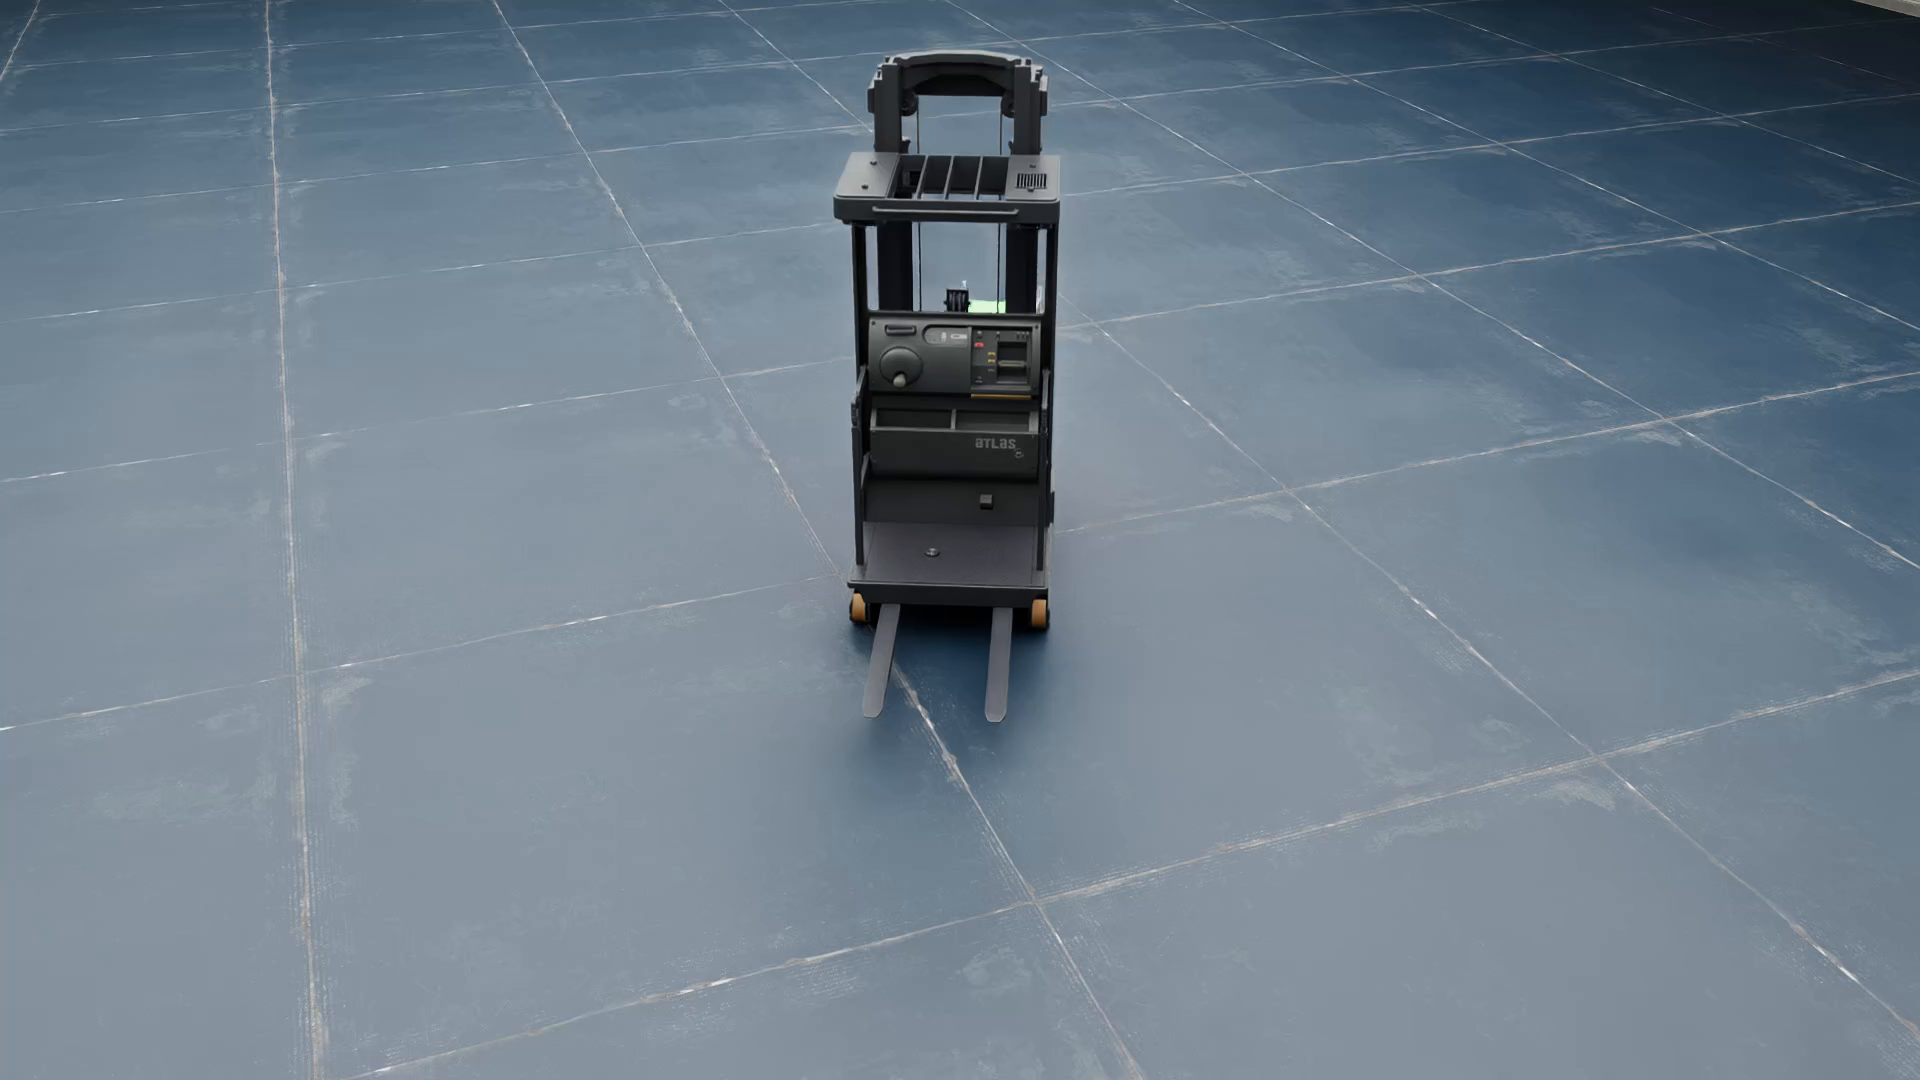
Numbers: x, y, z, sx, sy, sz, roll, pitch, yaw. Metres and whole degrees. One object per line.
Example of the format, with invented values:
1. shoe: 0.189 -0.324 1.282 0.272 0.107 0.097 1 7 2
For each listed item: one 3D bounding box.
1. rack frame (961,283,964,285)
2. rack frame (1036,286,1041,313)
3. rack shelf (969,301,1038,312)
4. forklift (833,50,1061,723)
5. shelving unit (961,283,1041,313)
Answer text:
1. rack frame: 0.001 -1.046 10.718 0.015 1.200 0.240 4 29 6
2. rack frame: 0.485 -1.016 10.664 0.015 1.200 0.240 4 29 6
3. rack shelf: 0.244 -1.397 10.494 0.480 0.148 0.258 4 29 6
4. forklift: -0.040 -0.951 8.809 1.130 2.935 3.031 2 30 3
5. shelving unit: 0.243 -1.031 10.691 0.503 1.200 0.258 4 29 6
